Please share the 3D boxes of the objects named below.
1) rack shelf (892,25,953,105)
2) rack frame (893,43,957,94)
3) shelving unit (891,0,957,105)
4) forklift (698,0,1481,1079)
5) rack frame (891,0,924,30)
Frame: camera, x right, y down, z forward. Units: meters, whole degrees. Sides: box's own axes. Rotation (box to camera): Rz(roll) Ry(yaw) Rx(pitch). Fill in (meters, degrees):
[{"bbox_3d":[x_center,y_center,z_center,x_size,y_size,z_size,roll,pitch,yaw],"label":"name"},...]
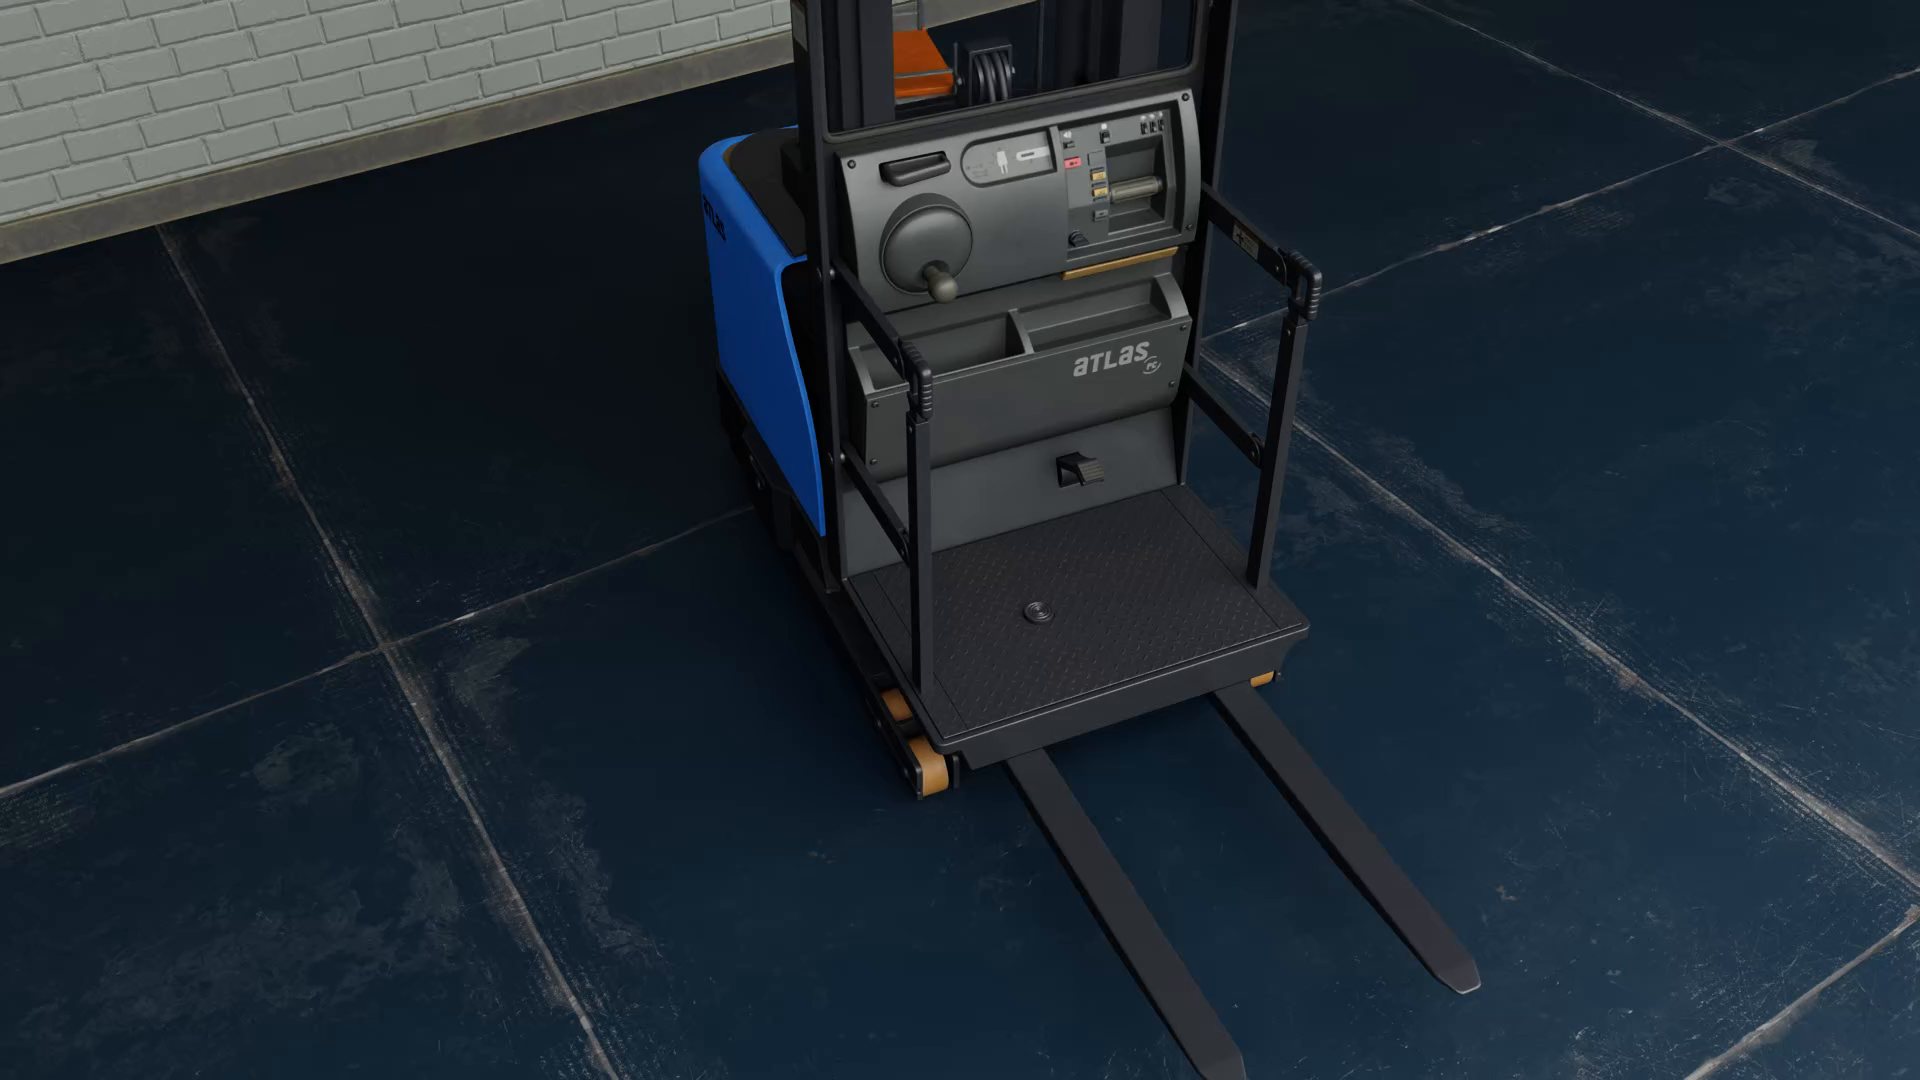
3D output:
[{"bbox_3d":[-0.180,-1.542,5.549,0.258,0.148,0.480,-10,41,-11],"label":"rack shelf"},{"bbox_3d":[-0.118,-1.089,5.619,0.240,1.200,0.015,-10,41,-11],"label":"rack frame"},{"bbox_3d":[-0.180,-1.240,5.801,0.258,1.200,0.503,-10,41,-11],"label":"shelving unit"},{"bbox_3d":[0.250,-0.761,3.874,1.130,2.935,3.031,-16,42,-18],"label":"forklift"},{"bbox_3d":[-0.241,-1.391,5.982,0.240,1.200,0.015,-10,41,-11],"label":"rack frame"}]
